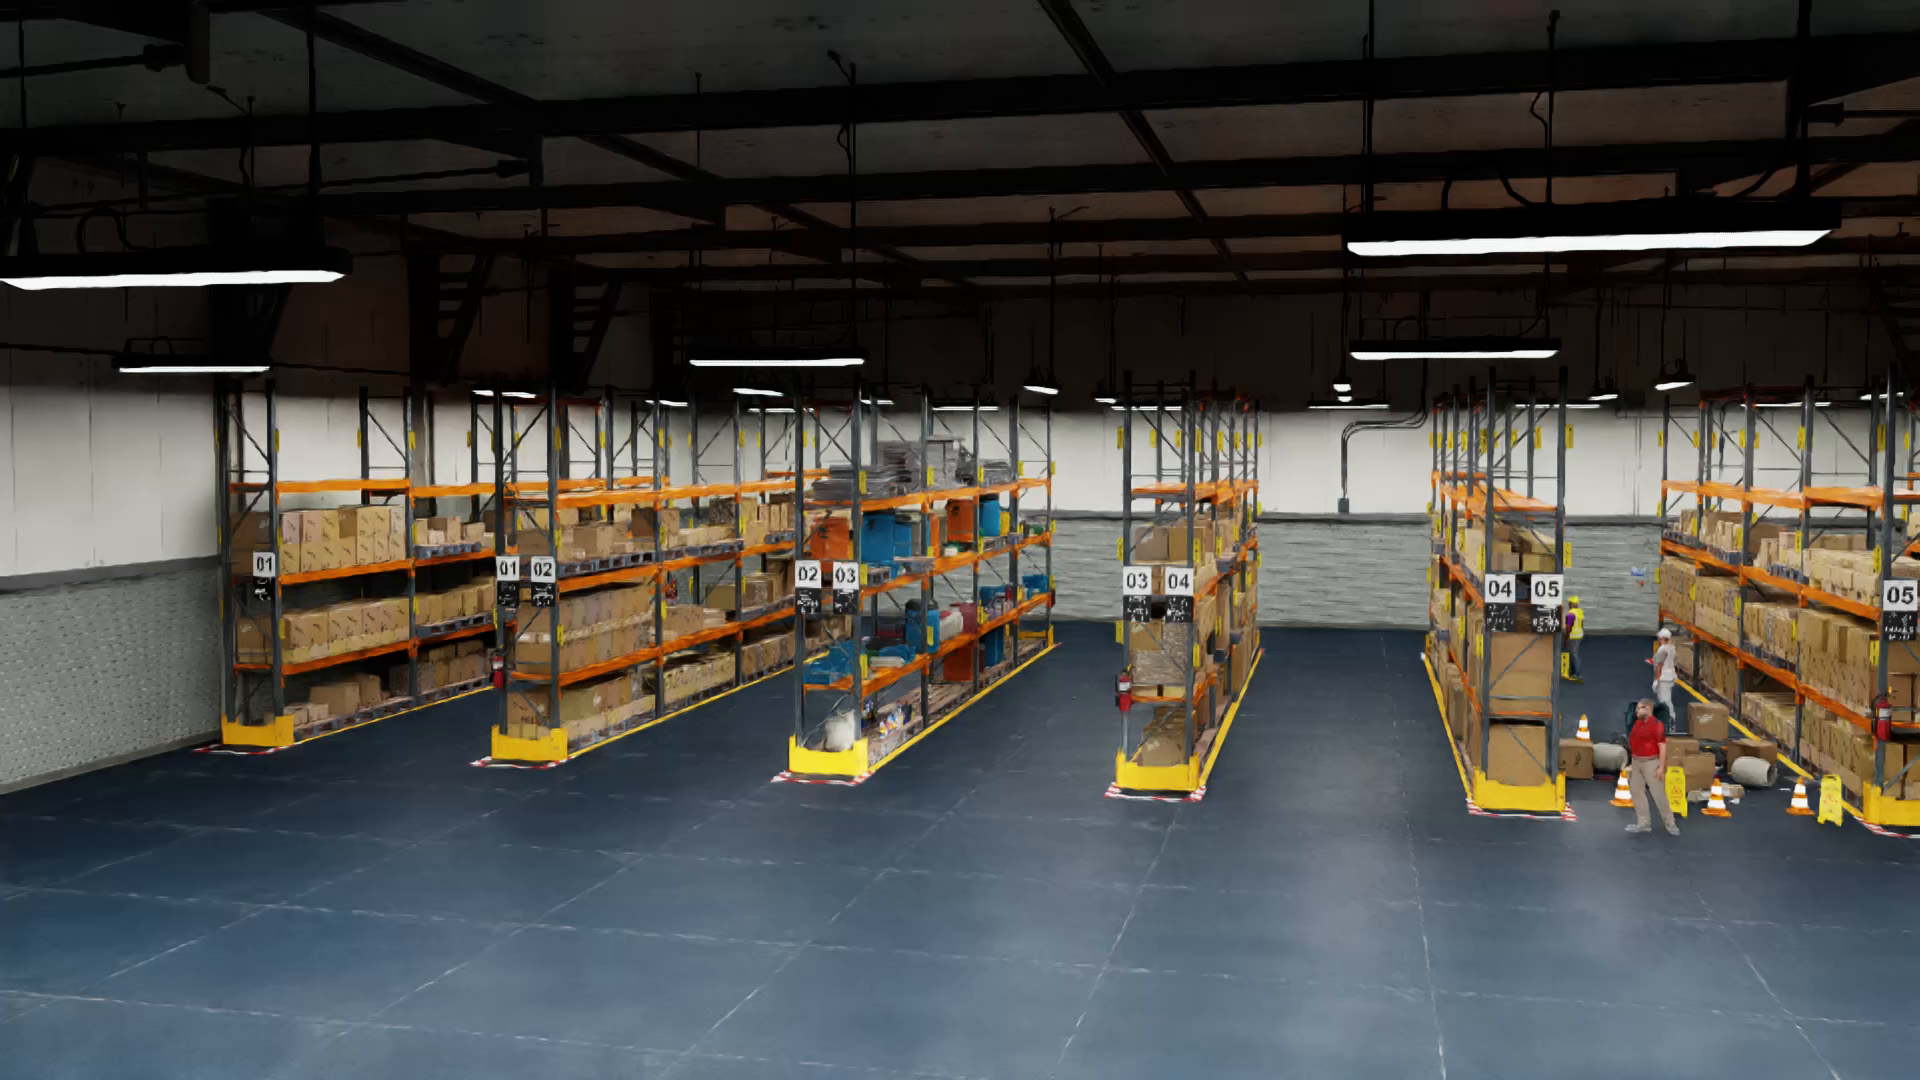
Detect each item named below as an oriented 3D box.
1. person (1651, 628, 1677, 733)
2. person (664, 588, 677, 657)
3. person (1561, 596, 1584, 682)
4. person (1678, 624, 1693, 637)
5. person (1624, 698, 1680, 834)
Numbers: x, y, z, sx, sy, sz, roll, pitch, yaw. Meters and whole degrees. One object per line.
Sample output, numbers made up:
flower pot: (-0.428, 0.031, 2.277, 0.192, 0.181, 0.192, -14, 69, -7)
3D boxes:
person: (11.954, 2.395, 28.318, 0.571, 1.786, 0.648, 3, 4, 40)
person: (-6.648, 1.896, 38.174, 0.347, 1.600, 0.533, -1, 3, -9)
person: (12.716, 2.032, 34.565, 0.591, 1.763, 0.685, 3, 4, 38)
person: (18.057, 1.657, 41.288, 0.569, 1.752, 0.603, -3, 4, -40)
person: (8.846, 2.879, 21.231, 0.568, 1.714, 0.656, -1, 4, -17)
